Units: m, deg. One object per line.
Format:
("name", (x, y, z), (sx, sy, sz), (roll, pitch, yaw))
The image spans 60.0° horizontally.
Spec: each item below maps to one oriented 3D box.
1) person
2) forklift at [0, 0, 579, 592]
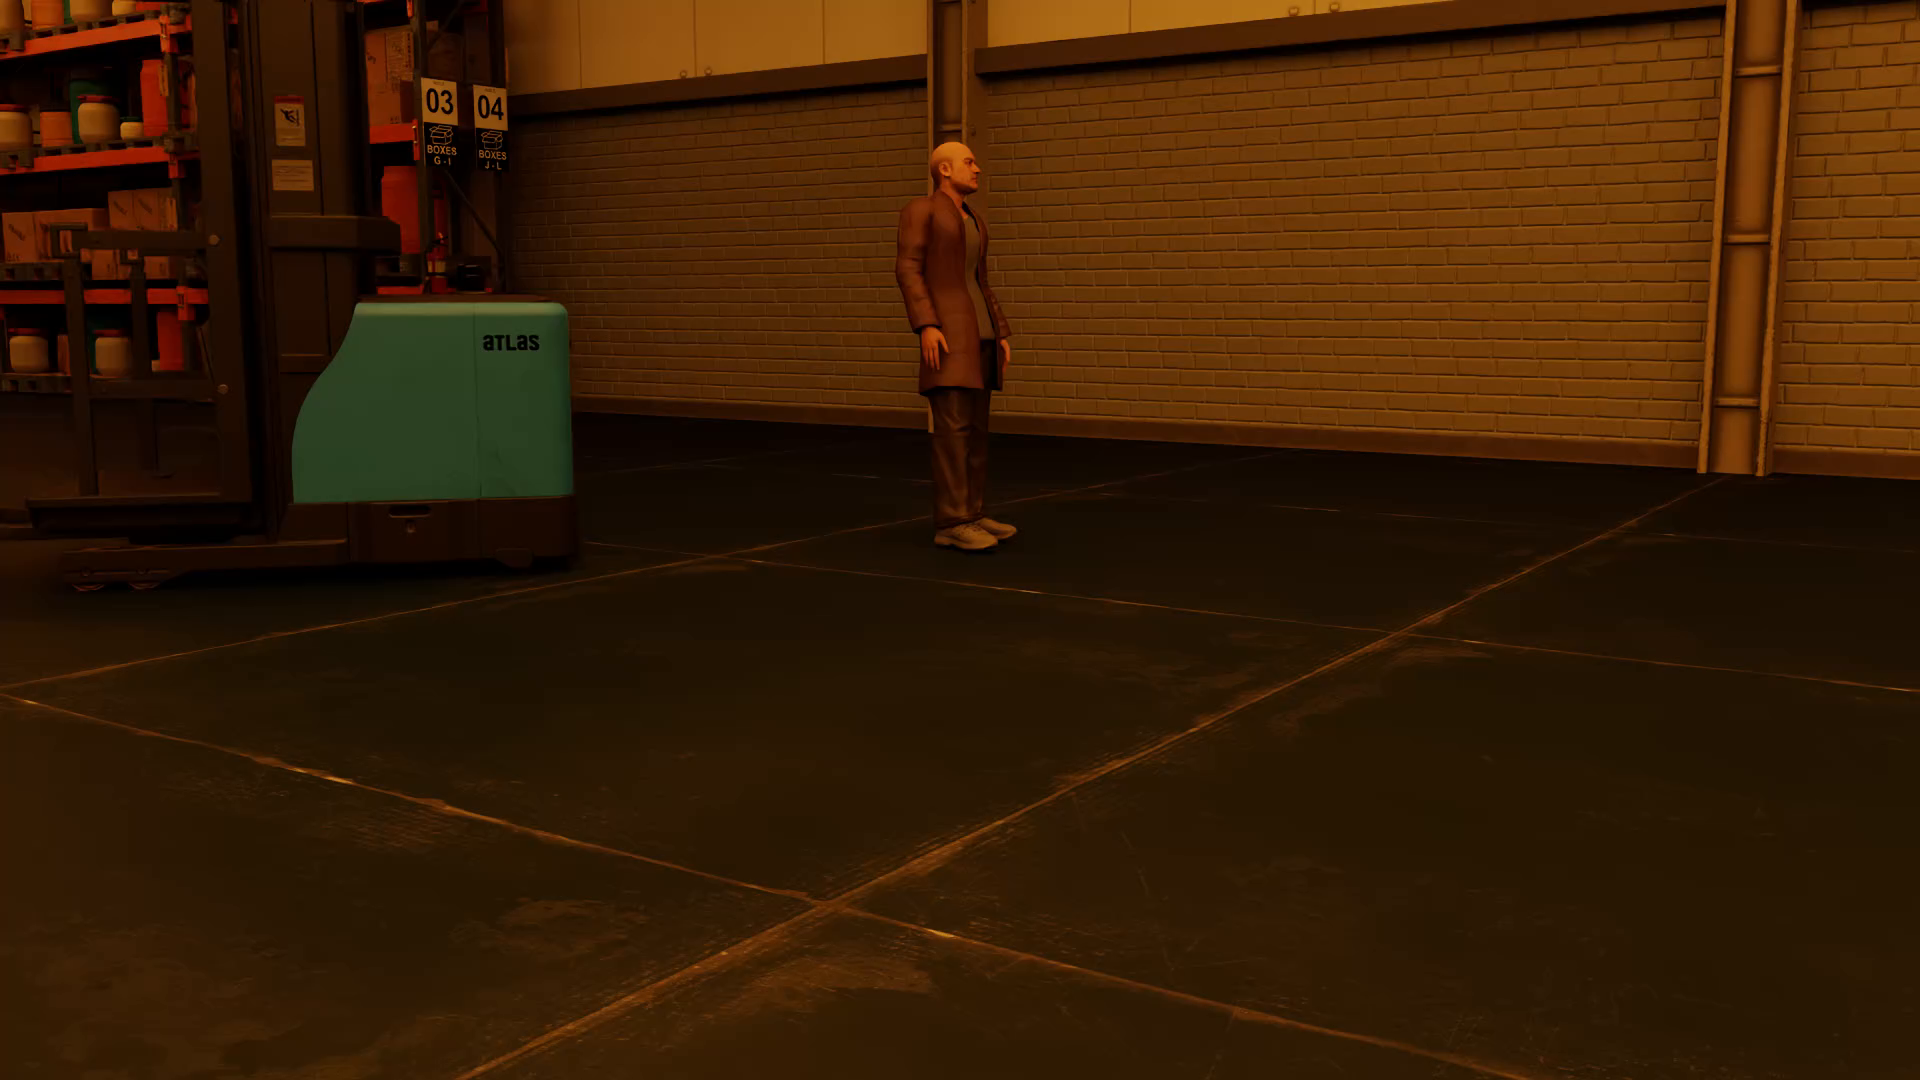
("person", (0.072, -0.879, 7.423), (0.582, 1.776, 0.694), (5, 10, 34))
("forklift", (-3.118, -1.339, 6.606), (3.031, 2.935, 1.130), (-2, 8, -13))
